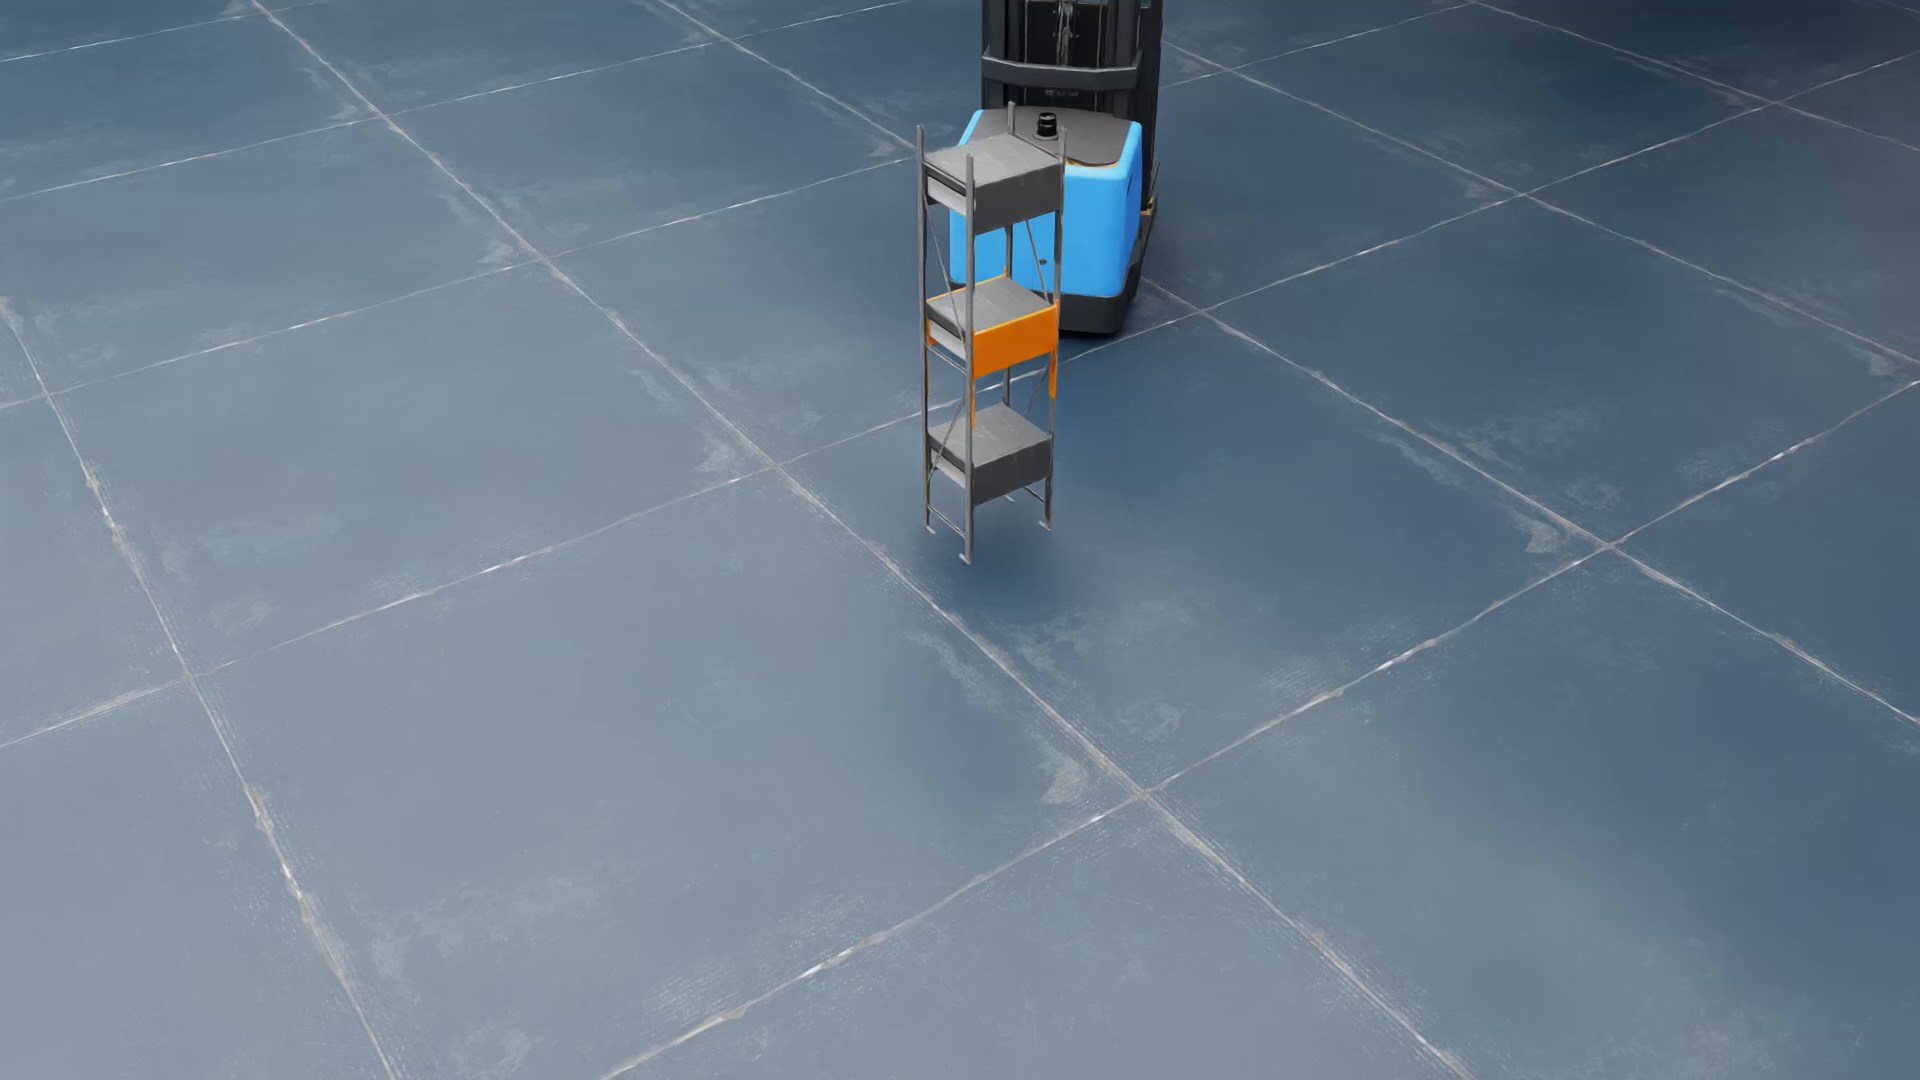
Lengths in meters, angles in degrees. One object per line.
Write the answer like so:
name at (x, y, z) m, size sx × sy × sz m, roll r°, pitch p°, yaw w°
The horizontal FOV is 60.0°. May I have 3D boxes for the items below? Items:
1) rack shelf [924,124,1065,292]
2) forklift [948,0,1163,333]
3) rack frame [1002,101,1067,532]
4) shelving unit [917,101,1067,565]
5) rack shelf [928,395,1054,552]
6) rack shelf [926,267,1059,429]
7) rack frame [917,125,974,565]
rack shelf at (0.135, -1.465, 7.314) m, size 0.480 × 0.518 × 0.431 m, roll -22°, pitch 41°, yaw -28°
forklift at (0.724, -3.267, 10.282) m, size 1.130 × 2.935 × 3.031 m, roll 7°, pitch 36°, yaw 9°
rack frame at (0.335, -0.990, 7.828) m, size 0.015 × 2.100 × 0.400 m, roll -22°, pitch 41°, yaw -28°
shelving unit at (0.135, -0.908, 7.714) m, size 0.503 × 2.100 × 0.431 m, roll -22°, pitch 41°, yaw -28°
rack shelf at (0.135, -0.329, 8.131) m, size 0.480 × 0.518 × 0.431 m, roll -22°, pitch 41°, yaw -28°
rack shelf at (0.135, -0.897, 7.722) m, size 0.480 × 0.518 × 0.431 m, roll -22°, pitch 41°, yaw -28°
rack frame at (-0.064, -0.826, 7.600) m, size 0.015 × 2.100 × 0.400 m, roll -22°, pitch 41°, yaw -28°
